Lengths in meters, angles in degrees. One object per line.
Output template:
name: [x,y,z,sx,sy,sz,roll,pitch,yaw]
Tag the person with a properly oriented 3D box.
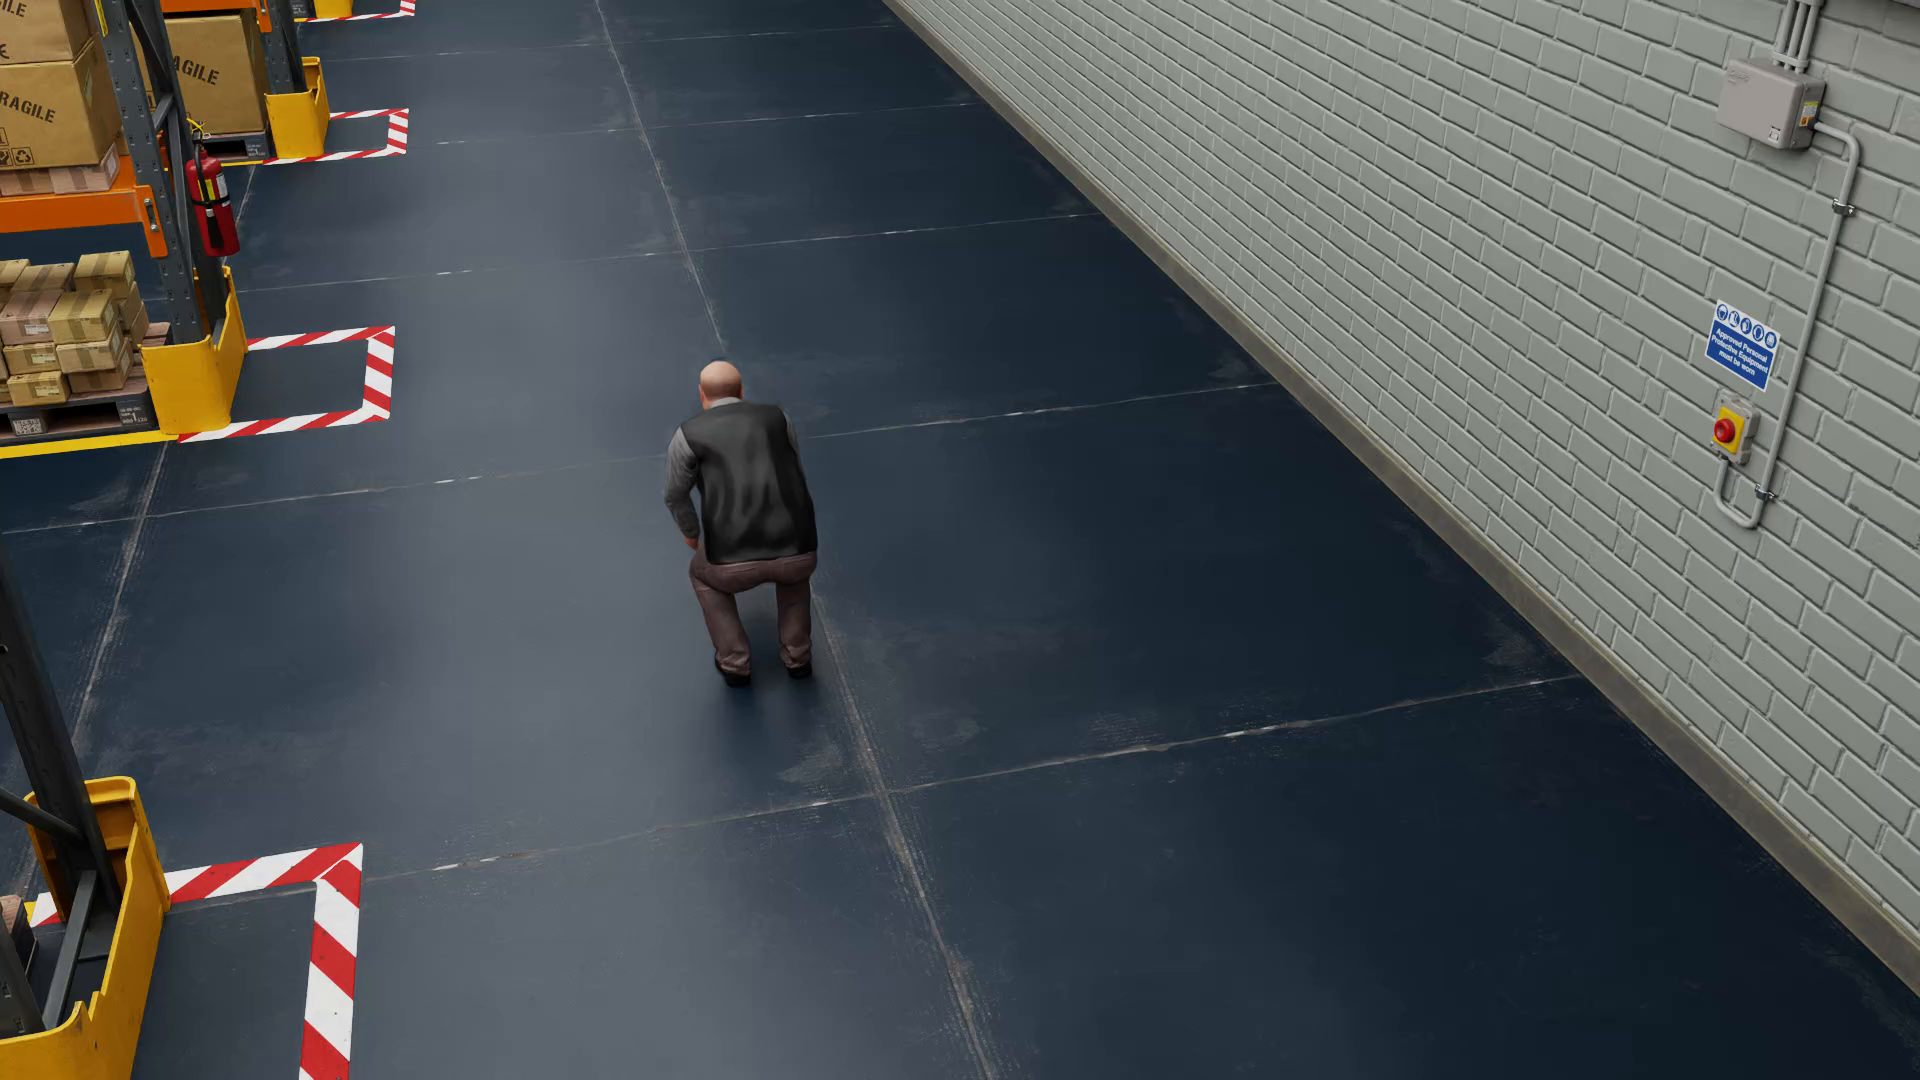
person: [-0.876,-0.034,6.705,0.583,1.232,0.789,-8,31,-13]
